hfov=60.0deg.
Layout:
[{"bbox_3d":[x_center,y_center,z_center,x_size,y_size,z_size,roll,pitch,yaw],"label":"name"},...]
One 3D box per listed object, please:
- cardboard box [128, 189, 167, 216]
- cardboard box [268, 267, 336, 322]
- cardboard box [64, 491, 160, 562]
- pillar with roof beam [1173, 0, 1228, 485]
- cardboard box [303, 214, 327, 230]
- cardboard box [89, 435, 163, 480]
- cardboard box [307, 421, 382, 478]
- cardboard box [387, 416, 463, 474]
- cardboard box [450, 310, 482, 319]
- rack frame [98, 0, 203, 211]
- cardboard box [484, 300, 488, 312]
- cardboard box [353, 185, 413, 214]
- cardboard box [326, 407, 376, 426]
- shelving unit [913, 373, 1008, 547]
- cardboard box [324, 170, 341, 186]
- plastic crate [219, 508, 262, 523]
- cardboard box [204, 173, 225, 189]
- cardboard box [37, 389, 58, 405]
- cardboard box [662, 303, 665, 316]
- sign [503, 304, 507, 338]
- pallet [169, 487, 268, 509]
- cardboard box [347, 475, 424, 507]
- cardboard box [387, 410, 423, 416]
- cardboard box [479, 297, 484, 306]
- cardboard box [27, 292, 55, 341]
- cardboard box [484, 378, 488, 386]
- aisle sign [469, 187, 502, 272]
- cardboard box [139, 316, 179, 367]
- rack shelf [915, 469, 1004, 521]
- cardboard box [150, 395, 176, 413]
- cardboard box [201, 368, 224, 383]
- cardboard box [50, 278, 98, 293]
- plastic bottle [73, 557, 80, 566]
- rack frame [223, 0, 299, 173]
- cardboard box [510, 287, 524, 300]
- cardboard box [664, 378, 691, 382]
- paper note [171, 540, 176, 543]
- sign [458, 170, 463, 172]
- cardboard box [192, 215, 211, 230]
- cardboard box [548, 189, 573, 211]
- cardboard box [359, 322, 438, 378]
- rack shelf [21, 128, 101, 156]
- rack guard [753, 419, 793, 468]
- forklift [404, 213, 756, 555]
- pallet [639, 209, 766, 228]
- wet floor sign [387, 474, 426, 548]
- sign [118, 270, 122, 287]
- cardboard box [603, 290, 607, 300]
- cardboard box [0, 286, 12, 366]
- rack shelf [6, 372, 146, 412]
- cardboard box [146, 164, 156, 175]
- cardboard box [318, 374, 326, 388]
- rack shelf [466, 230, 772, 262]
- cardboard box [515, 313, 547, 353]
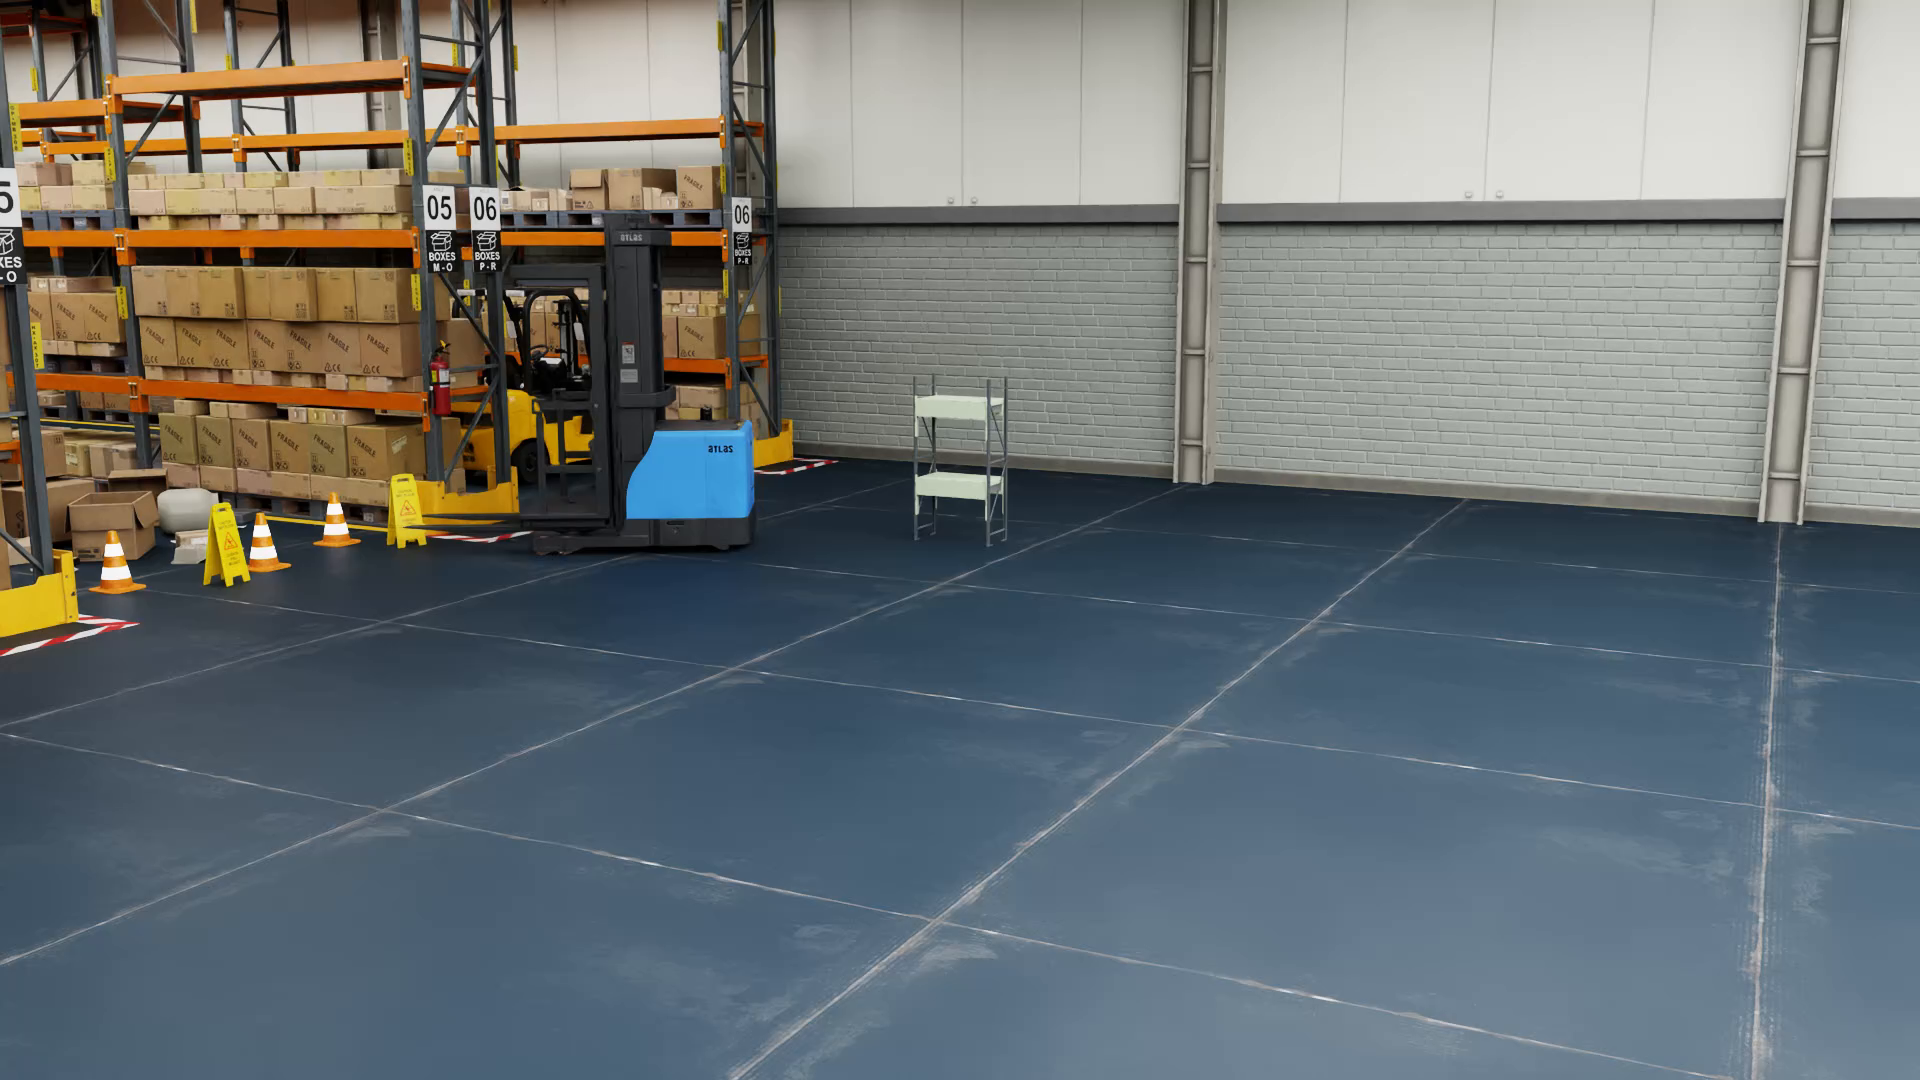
[{"bbox_3d":[-8.006,-3.404,16.798,0.500,0.250,0.500,5,11,25],"label":"cardboard box"},{"bbox_3d":[-6.200,-2.376,16.033,0.500,0.500,0.700,5,11,25],"label":"cardboard box"},{"bbox_3d":[-7.387,-0.124,14.523,0.637,0.503,0.797,-2,11,-14],"label":"cardboard box"},{"bbox_3d":[0.751,-4.402,14.305,0.400,9.000,9.100,5,11,26],"label":"pillar with roof beam"},{"bbox_3d":[-6.039,-3.038,15.895,0.250,0.149,0.380,5,11,25],"label":"cardboard box"},{"bbox_3d":[-8.750,-0.888,17.934,0.625,0.372,0.950,5,11,27],"label":"cardboard box"},{"bbox_3d":[-5.995,-0.903,16.254,0.500,0.500,0.500,6,12,28],"label":"cardboard box"},{"bbox_3d":[-5.314,-0.951,16.516,0.500,0.500,0.500,5,11,24],"label":"cardboard box"},{"bbox_3d":[-6.640,-2.897,21.850,0.500,0.250,0.500,5,11,25],"label":"cardboard box"},{"bbox_3d":[-8.279,-4.886,16.977,0.127,3.000,1.000,5,11,26],"label":"rack frame"},{"bbox_3d":[-5.917,-3.028,21.456,0.250,0.149,0.380,5,11,25],"label":"cardboard box"},{"bbox_3d":[-5.270,-3.164,15.475,0.500,0.250,0.500,5,11,25],"label":"cardboard box"},{"bbox_3d":[-5.885,-1.200,16.072,0.250,0.149,0.380,5,12,27],"label":"cardboard box"},{"bbox_3d":[0.006,-0.737,15.114,0.755,1.500,0.431,5,11,26],"label":"shelving unit"},{"bbox_3d":[-5.782,-3.415,15.738,0.250,0.149,0.380,5,11,26],"label":"cardboard box"},{"bbox_3d":[-7.234,-0.242,16.364,0.583,0.080,0.402,1,10,6],"label":"plastic crate"},{"bbox_3d":[-7.193,-3.527,16.359,0.250,0.149,0.380,5,11,24],"label":"cardboard box"},{"bbox_3d":[-14.210,-2.244,25.721,0.258,0.266,0.396,5,12,28],"label":"cardboard box"},{"bbox_3d":[-3.599,-2.829,20.359,0.250,0.149,0.380,5,11,25],"label":"cardboard box"},{"bbox_3d":[-4.452,-2.131,16.172,0.005,0.325,0.100,5,11,26],"label":"sign"},{"bbox_3d":[-7.661,-0.514,17.499,1.213,0.211,1.003,5,11,26],"label":"pallet"},{"bbox_3d":[-5.557,-0.495,16.102,0.500,0.250,0.500,5,11,26],"label":"cardboard box"},{"bbox_3d":[-7.251,-1.867,22.629,0.625,0.625,0.875,5,11,25],"label":"cardboard box"},{"bbox_3d":[-6.306,-3.157,22.169,0.250,0.149,0.380,5,11,25],"label":"cardboard box"},{"bbox_3d":[-9.700,-2.416,17.882,0.500,0.500,0.500,5,12,28],"label":"cardboard box"},{"bbox_3d":[-5.791,-1.984,21.524,0.500,0.250,0.500,5,11,25],"label":"cardboard box"},{"bbox_3d":[-4.499,-2.942,15.785,0.004,0.787,0.394,5,11,26],"label":"aisle sign"},{"bbox_3d":[-8.008,-2.050,17.039,0.500,0.500,0.500,5,11,26],"label":"cardboard box"},{"bbox_3d":[0.006,-0.417,15.172,0.720,0.370,0.431,5,11,26],"label":"rack shelf"},{"bbox_3d":[-11.536,-2.137,24.477,0.500,0.500,0.500,5,11,24],"label":"cardboard box"},{"bbox_3d":[-7.431,-1.681,16.822,0.250,0.149,0.380,5,12,28],"label":"cardboard box"},{"bbox_3d":[-9.417,-2.708,17.671,0.250,0.149,0.380,5,11,24],"label":"cardboard box"},{"bbox_3d":[-7.613,0.184,14.061,0.283,0.061,0.133,1,10,6],"label":"plastic bottle"},{"bbox_3d":[-9.673,-5.994,23.101,0.127,3.000,1.000,5,11,26],"label":"rack frame"},{"bbox_3d":[-5.649,-3.166,21.381,0.250,0.149,0.380,5,11,27],"label":"cardboard box"},{"bbox_3d":[-3.740,-1.905,21.088,0.500,0.250,0.500,5,11,25],"label":"cardboard box"},{"bbox_3d":[-7.116,0.001,15.193,0.148,0.019,0.142,-10,14,-43],"label":"paper note"},{"bbox_3d":[-6.317,-4.525,21.069,0.005,0.325,0.100,5,11,26],"label":"sign"},{"bbox_3d":[-7.420,-3.165,16.597,0.250,0.149,0.380,5,12,28],"label":"cardboard box"},{"bbox_3d":[-4.889,-4.227,20.678,0.258,0.266,0.396,5,11,24],"label":"cardboard box"},{"bbox_3d":[-5.301,-1.813,15.728,0.500,0.500,0.500,5,11,25],"label":"cardboard box"},{"bbox_3d":[-15.054,-6.111,25.777,4.000,0.370,1.077,5,11,26],"label":"rack shelf"},{"bbox_3d":[-2.477,-1.180,20.364,0.348,0.500,1.175,5,11,26],"label":"rack guard"},{"bbox_3d":[-3.392,-1.408,14.797,3.031,2.935,1.130,-1,10,-3],"label":"forklift"},{"bbox_3d":[-3.122,-3.904,20.223,1.213,0.211,1.003,5,11,26],"label":"pallet"},{"bbox_3d":[-4.995,-0.274,14.953,0.267,0.644,0.232,-10,14,-43],"label":"wet floor sign"},{"bbox_3d":[-13.018,-4.016,25.765,0.005,0.325,0.100,5,11,26],"label":"sign"},{"bbox_3d":[-4.292,-3.041,20.691,0.250,0.149,0.380,5,11,27],"label":"cardboard box"},{"bbox_3d":[-7.107,-1.461,11.444,0.550,0.550,0.875,5,11,26],"label":"cardboard box"},{"bbox_3d":[-10.073,-1.737,18.446,4.000,0.370,1.077,5,11,26],"label":"rack shelf"},{"bbox_3d":[-9.077,-3.936,17.992,0.500,0.250,0.500,5,11,25],"label":"cardboard box"},{"bbox_3d":[-6.030,-1.574,16.230,0.250,0.149,0.380,5,11,27],"label":"cardboard box"},{"bbox_3d":[-4.293,-3.691,20.819,4.000,0.370,1.077,5,11,26],"label":"rack shelf"},{"bbox_3d":[-5.329,-2.661,21.249,0.500,0.500,0.500,5,12,27],"label":"cardboard box"}]
